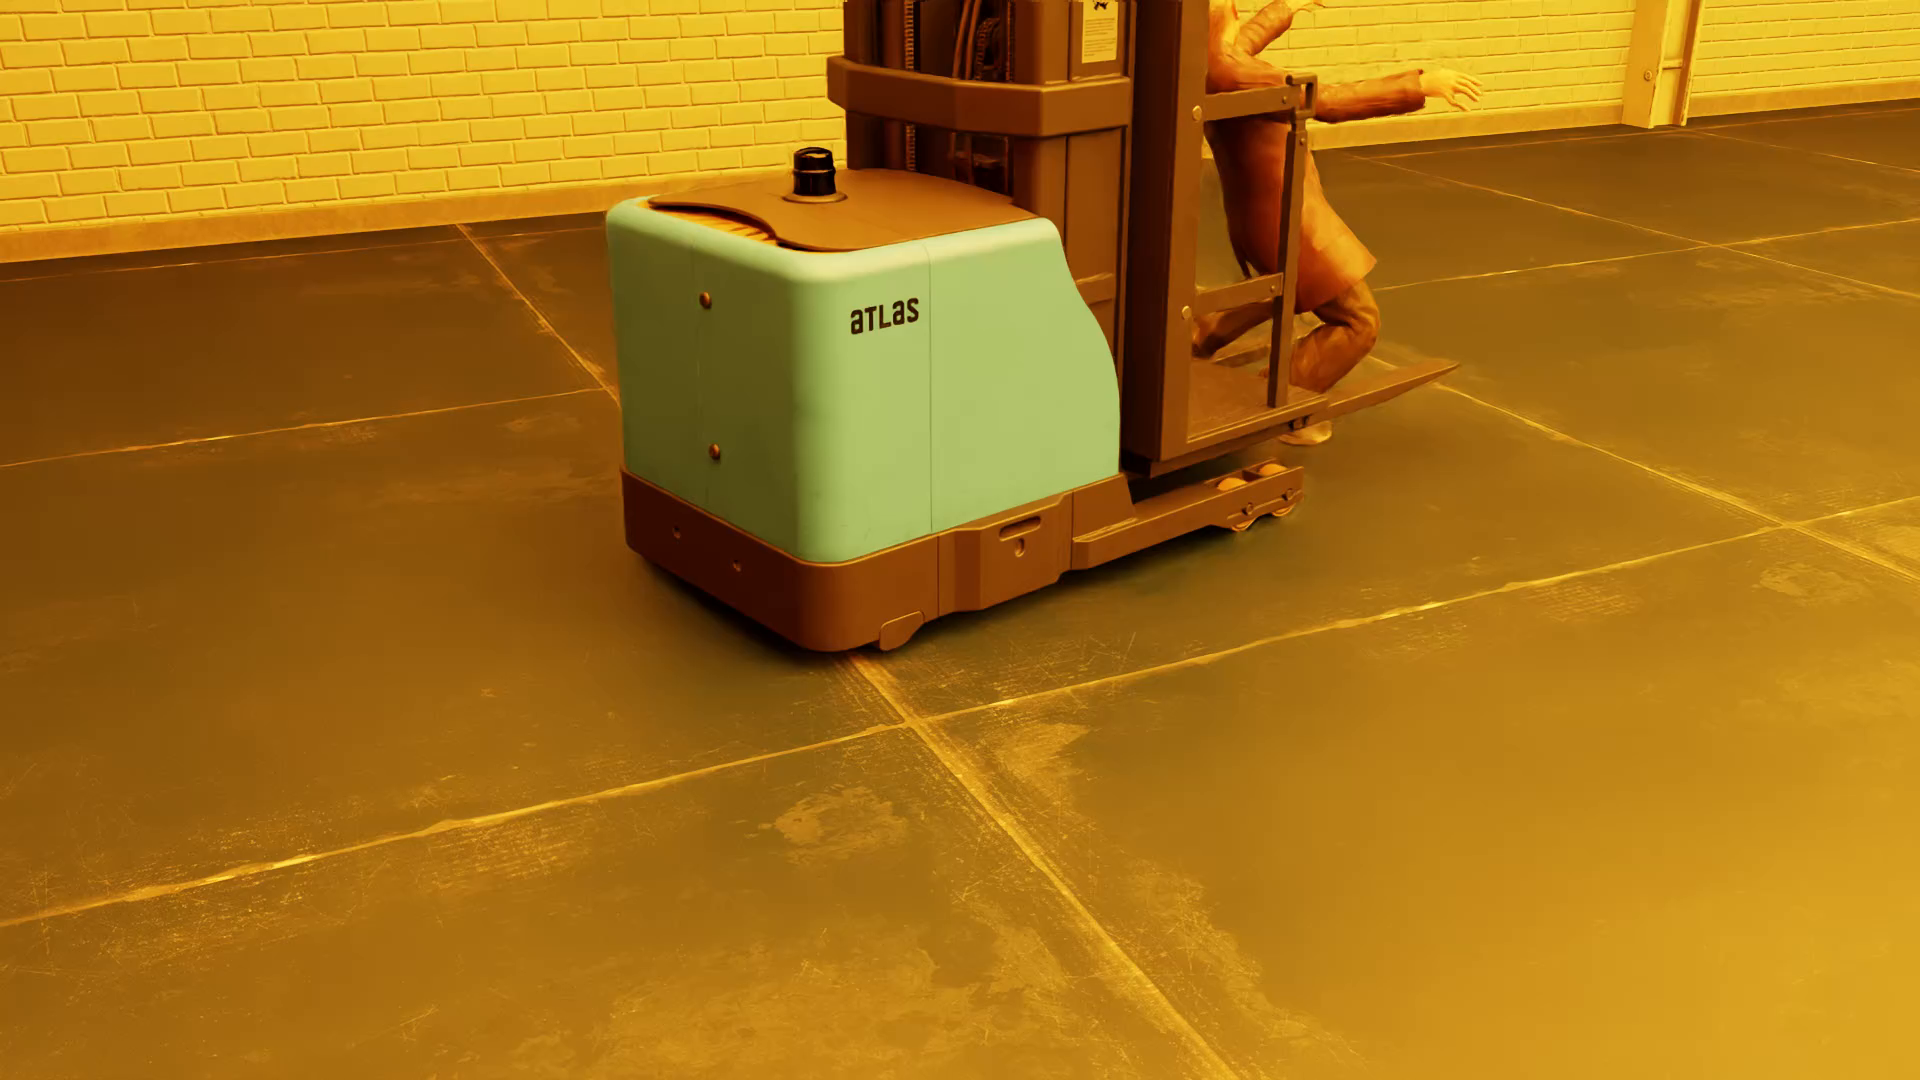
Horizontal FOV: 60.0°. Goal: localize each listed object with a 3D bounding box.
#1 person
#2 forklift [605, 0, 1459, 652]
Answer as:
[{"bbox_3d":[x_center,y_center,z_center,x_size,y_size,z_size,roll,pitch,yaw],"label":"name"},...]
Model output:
[{"bbox_3d":[1.087,-1.100,5.611,0.758,1.524,1.147,-5,23,-11],"label":"person"},{"bbox_3d":[0.463,-1.515,4.934,3.031,2.935,1.130,-18,29,-37],"label":"forklift"}]
